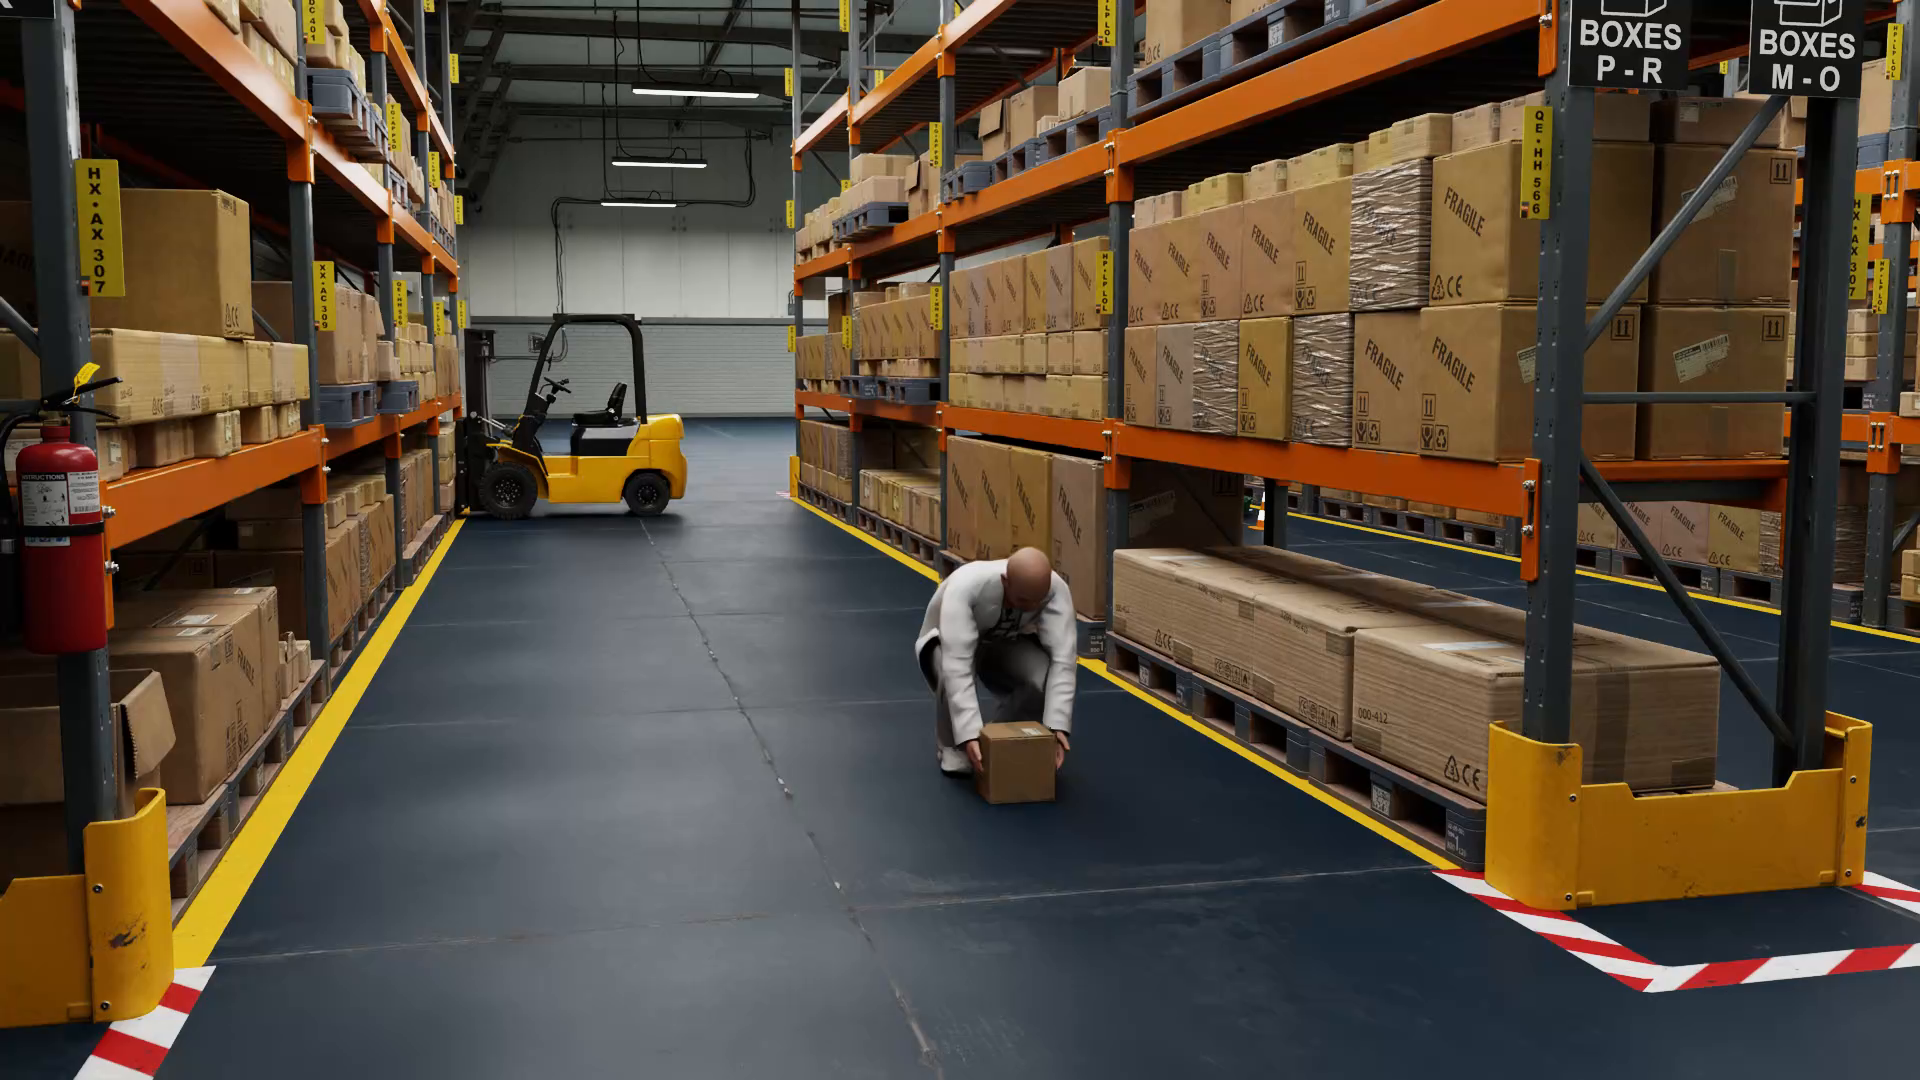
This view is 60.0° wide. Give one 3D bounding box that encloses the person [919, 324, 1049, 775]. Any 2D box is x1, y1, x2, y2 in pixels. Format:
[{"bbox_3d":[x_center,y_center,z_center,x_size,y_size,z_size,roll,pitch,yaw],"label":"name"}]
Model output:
[{"bbox_3d":[0.107,0.038,6.586,0.525,1.770,0.582,-2,6,-15],"label":"person"}]
